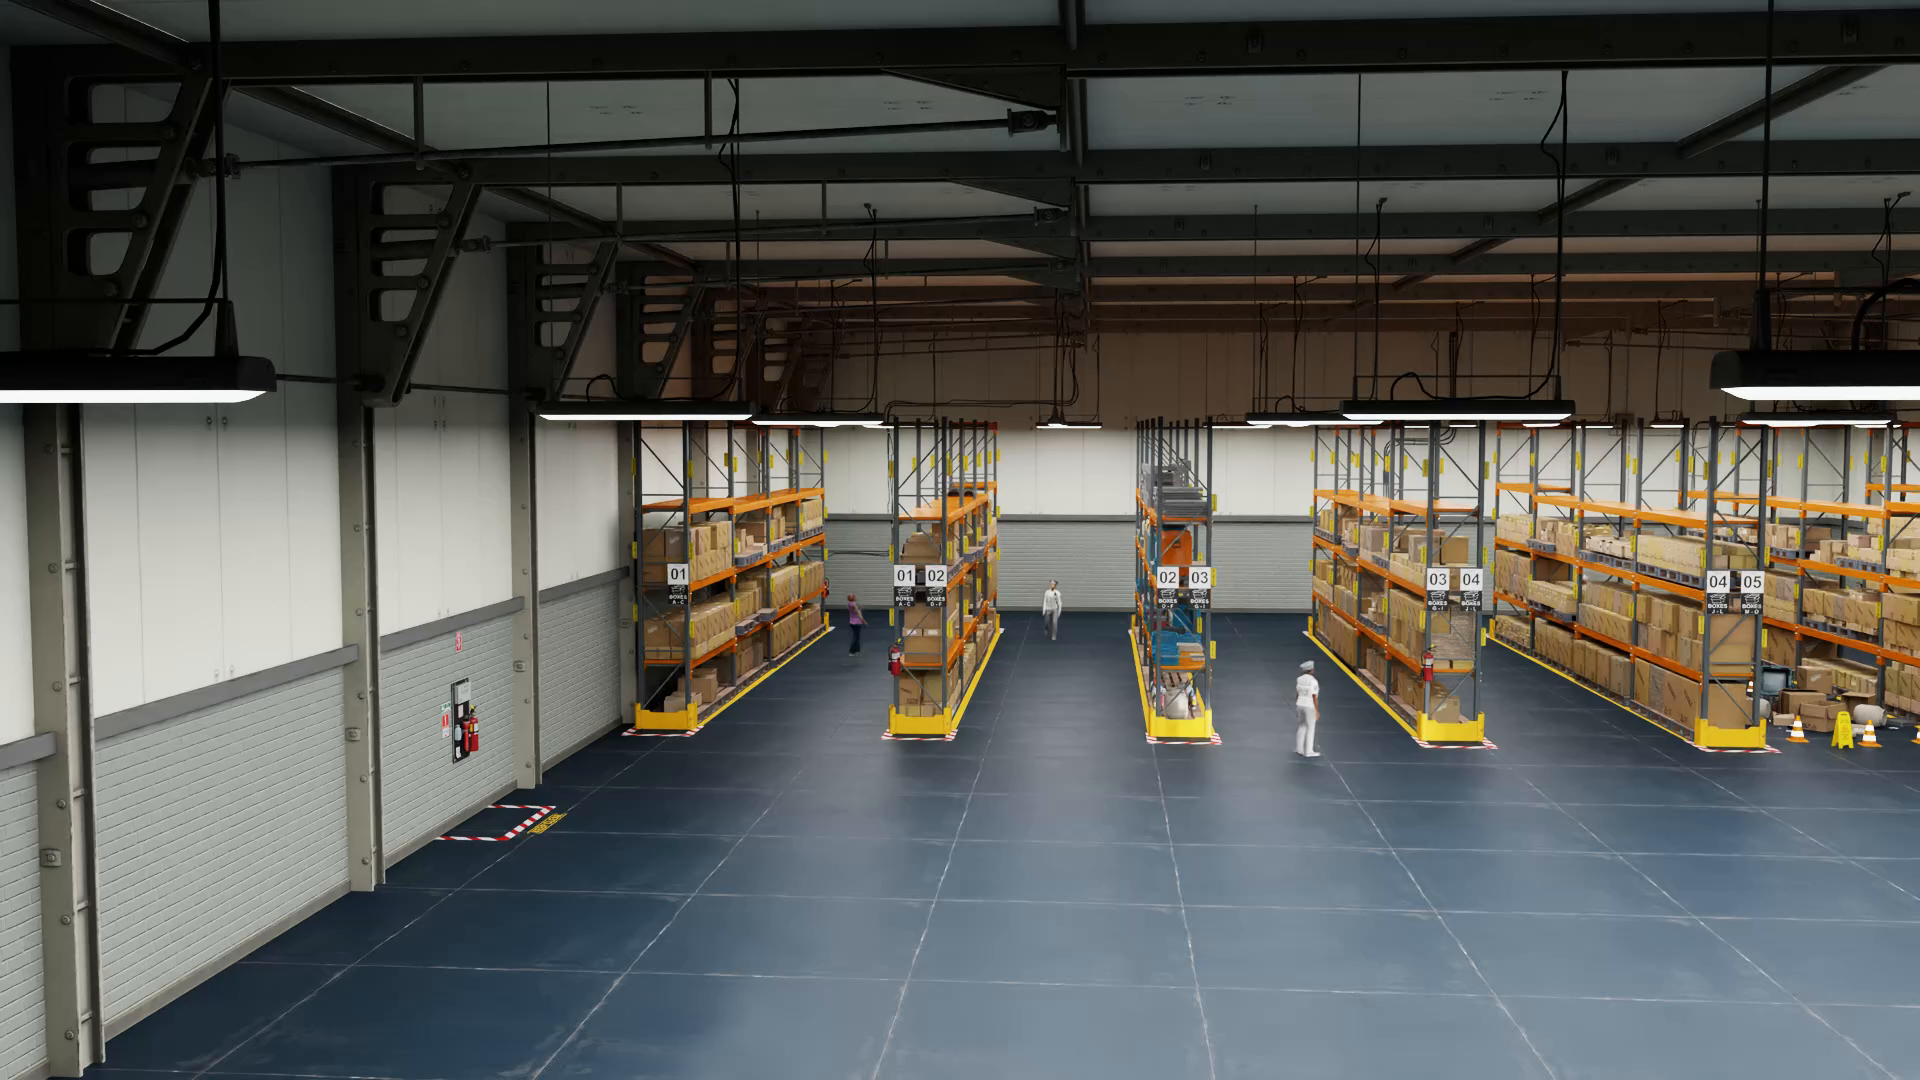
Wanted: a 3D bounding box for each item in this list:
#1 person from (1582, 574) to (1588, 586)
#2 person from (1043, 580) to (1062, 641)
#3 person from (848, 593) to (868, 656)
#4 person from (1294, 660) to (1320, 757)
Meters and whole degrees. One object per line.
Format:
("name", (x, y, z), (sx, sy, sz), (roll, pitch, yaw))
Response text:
("person", (17.341, 1.803, 46.447), (1.045, 1.699, 0.697), (2, 4, 32))
("person", (2.533, 1.906, 45.604), (0.516, 1.657, 0.692), (0, 4, 2))
("person", (-2.551, 2.125, 41.310), (0.493, 1.628, 0.567), (4, 5, 44))
("person", (6.138, 2.997, 29.328), (0.347, 1.732, 0.539), (-2, 4, -30))
